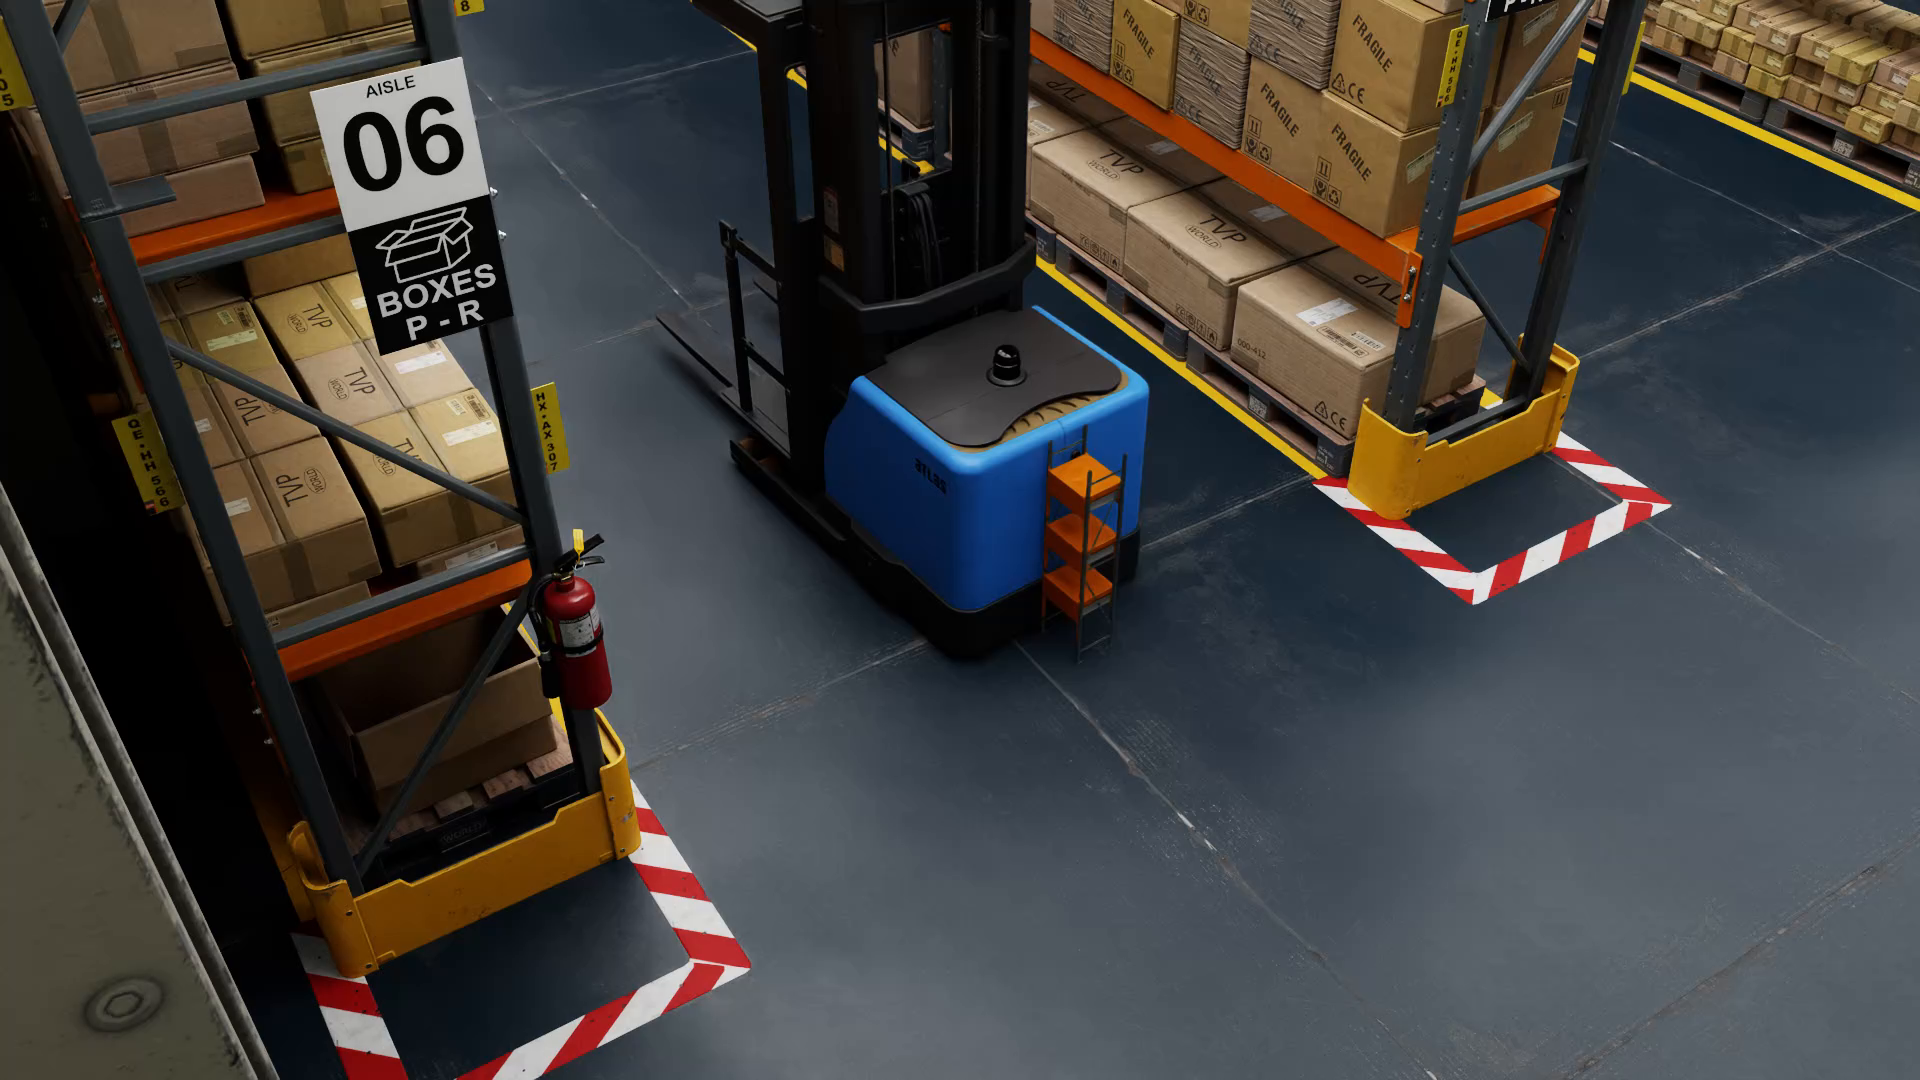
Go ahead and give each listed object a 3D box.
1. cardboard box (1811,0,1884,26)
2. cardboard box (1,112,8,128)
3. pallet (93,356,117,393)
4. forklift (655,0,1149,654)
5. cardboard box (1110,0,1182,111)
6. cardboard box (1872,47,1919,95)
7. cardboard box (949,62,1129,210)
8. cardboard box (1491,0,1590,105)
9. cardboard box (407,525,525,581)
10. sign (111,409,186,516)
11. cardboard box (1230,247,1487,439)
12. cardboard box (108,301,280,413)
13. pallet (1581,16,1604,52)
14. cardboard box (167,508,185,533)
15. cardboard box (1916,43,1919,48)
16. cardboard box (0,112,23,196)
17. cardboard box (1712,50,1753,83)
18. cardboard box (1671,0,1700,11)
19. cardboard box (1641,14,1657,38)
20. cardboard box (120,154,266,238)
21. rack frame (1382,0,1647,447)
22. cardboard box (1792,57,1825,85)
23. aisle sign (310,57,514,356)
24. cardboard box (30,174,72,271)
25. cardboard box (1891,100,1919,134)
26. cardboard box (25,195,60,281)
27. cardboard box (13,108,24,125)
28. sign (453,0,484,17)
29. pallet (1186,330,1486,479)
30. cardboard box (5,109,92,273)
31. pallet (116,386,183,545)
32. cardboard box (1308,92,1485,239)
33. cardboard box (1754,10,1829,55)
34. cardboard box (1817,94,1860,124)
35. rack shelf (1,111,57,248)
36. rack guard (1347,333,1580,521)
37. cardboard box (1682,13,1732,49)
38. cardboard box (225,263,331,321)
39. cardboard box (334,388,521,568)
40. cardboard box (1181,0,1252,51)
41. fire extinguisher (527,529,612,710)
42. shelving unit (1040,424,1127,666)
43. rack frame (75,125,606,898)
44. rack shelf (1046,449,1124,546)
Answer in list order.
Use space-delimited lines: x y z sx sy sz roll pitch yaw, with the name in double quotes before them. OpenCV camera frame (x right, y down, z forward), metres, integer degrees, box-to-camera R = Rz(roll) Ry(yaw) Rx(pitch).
"cardboard box" 5.938 -3.533 11.142 0.380 0.149 0.250 -20 44 -23
"cardboard box" -5.182 -2.364 9.422 0.380 0.149 0.250 -24 45 -26
"pallet" -4.368 -1.338 9.251 1.003 0.211 1.213 -22 45 -24
"forklift" -0.472 -1.533 7.360 1.130 2.935 3.031 -25 46 -27
"cardboard box" 1.122 -2.567 8.470 0.500 0.500 0.500 -21 44 -23
"cardboard box" 5.969 -2.942 10.432 0.380 0.149 0.250 -21 44 -24
"cardboard box" 0.531 -2.495 10.135 0.875 0.438 0.875 -23 45 -25
"cardboard box" 2.417 -2.314 7.386 0.500 0.500 0.500 -23 45 -25
"cardboard box" -1.693 0.001 5.663 0.380 0.149 0.250 -23 45 -25
"sign" -2.227 -0.210 4.568 0.100 0.325 0.005 -22 45 -24
"cardboard box" 1.996 -1.033 8.381 0.875 0.438 0.875 -24 45 -26
"cardboard box" -2.758 -0.585 6.055 0.500 0.250 0.500 -21 44 -23
"pallet" 4.794 -4.030 12.483 1.003 0.211 1.213 -22 45 -24
"cardboard box" -2.637 -0.208 5.913 0.380 0.149 0.250 -22 45 -24
"cardboard box" 6.309 -3.095 10.616 0.380 0.149 0.250 -21 44 -24
"cardboard box" -5.528 -2.462 10.047 0.500 0.500 0.500 -20 44 -22
"cardboard box" 5.339 -3.247 11.263 0.380 0.149 0.250 -21 44 -24
"cardboard box" 5.133 -3.784 11.442 0.380 0.149 0.250 -24 45 -26
"cardboard box" 5.002 -3.698 11.804 0.380 0.149 0.250 -24 45 -26
"cardboard box" -2.115 -0.973 4.488 0.380 0.149 0.250 -21 44 -23
"rack frame" 2.435 -1.535 7.309 1.000 3.000 0.127 -22 45 -24
"cardboard box" 5.691 -3.120 10.879 0.380 0.149 0.250 -23 45 -25
"aisle sign" -1.464 -0.887 4.501 0.394 0.787 0.004 -22 45 -24
"cardboard box" -3.585 -1.411 7.046 0.500 0.250 0.500 -23 45 -25
"cardboard box" 6.030 -2.660 10.326 0.380 0.149 0.250 -23 45 -25
"cardboard box" -4.672 -1.618 9.034 0.500 0.500 0.500 -24 45 -26
"cardboard box" -2.502 -1.452 4.751 0.500 0.250 0.500 -22 44 -24
"sign" -1.291 -1.499 4.240 0.100 0.325 0.005 -22 45 -24
"pallet" 1.939 -0.868 8.687 1.003 0.211 1.213 -22 45 -24
"cardboard box" -3.322 -1.432 6.485 0.500 0.500 0.500 -23 45 -26
"pallet" -3.530 -0.541 8.295 1.003 0.211 1.213 -22 45 -24
"cardboard box" 1.953 -1.742 7.480 0.500 0.500 0.500 -22 45 -24
"cardboard box" 5.446 -3.325 10.892 0.380 0.149 0.250 -21 44 -23
"cardboard box" 5.802 -2.848 10.784 0.380 0.149 0.250 -22 45 -25
"rack shelf" -4.974 -2.786 9.373 1.077 0.370 4.000 -22 45 -24
"rack guard" 2.448 -0.561 8.094 1.175 0.500 0.348 -22 45 -24
"cardboard box" 5.166 -3.499 11.333 0.380 0.149 0.250 -22 44 -24
"cardboard box" -2.604 -1.032 6.590 0.500 0.250 0.500 -23 45 -25
"cardboard box" -1.765 -0.218 5.614 0.500 0.250 0.500 -22 45 -24
"cardboard box" 1.406 -2.675 7.819 0.500 0.500 0.500 -22 45 -25
"fire extinguisher" -1.279 0.269 5.496 0.296 0.674 0.183 -22 45 -24
"shelving unit" 0.508 0.036 6.948 0.215 1.050 0.252 -25 46 -27
"rack frame" -1.748 0.176 5.256 1.000 3.000 0.127 -22 45 -24
"rack shelf" 0.508 -0.174 6.773 0.215 0.259 0.240 -25 46 -27
